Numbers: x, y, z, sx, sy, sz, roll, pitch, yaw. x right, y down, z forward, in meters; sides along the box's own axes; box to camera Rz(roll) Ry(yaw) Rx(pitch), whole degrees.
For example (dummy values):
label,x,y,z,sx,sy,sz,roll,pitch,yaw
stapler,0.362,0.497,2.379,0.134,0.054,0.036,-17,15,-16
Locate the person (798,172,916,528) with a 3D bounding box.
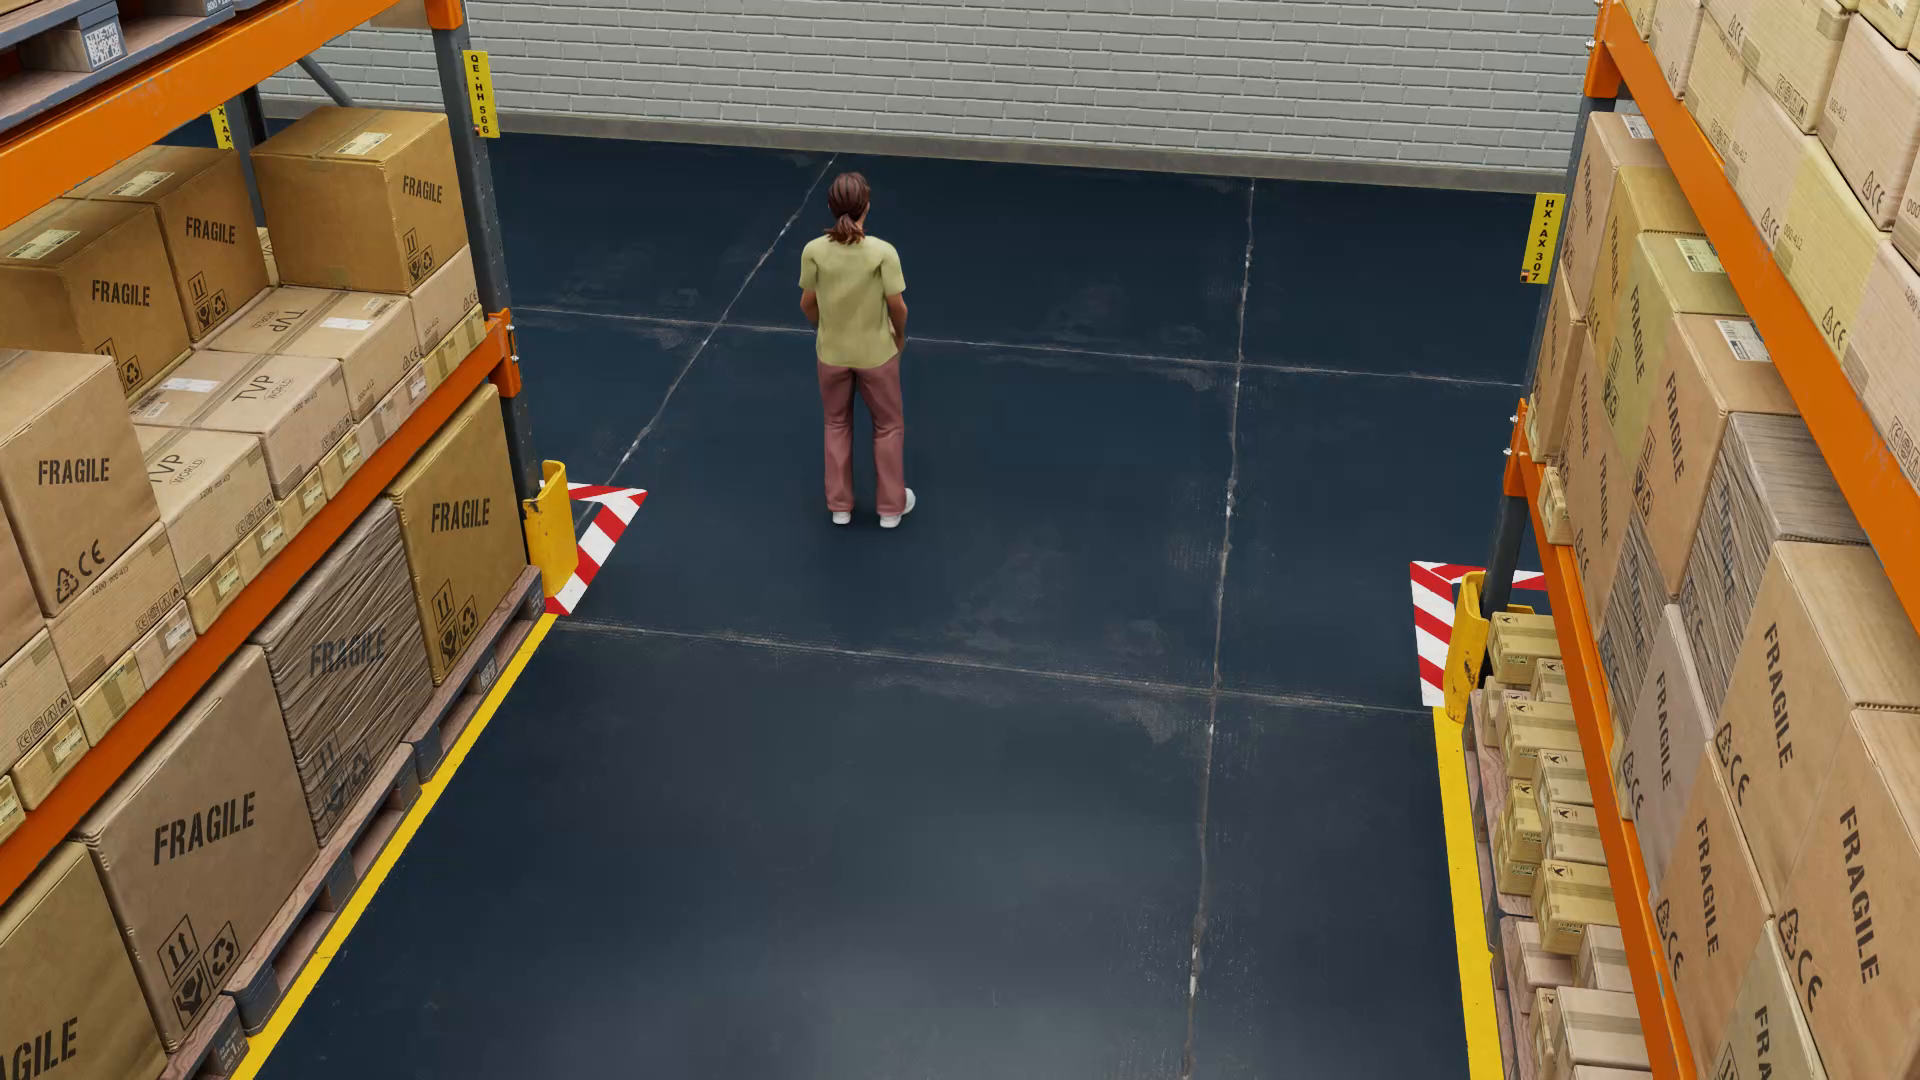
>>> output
label,x,y,z,sx,sy,sz,roll,pitch,yaw
person,-0.460,-0.831,7.439,0.475,1.676,0.366,5,33,7
